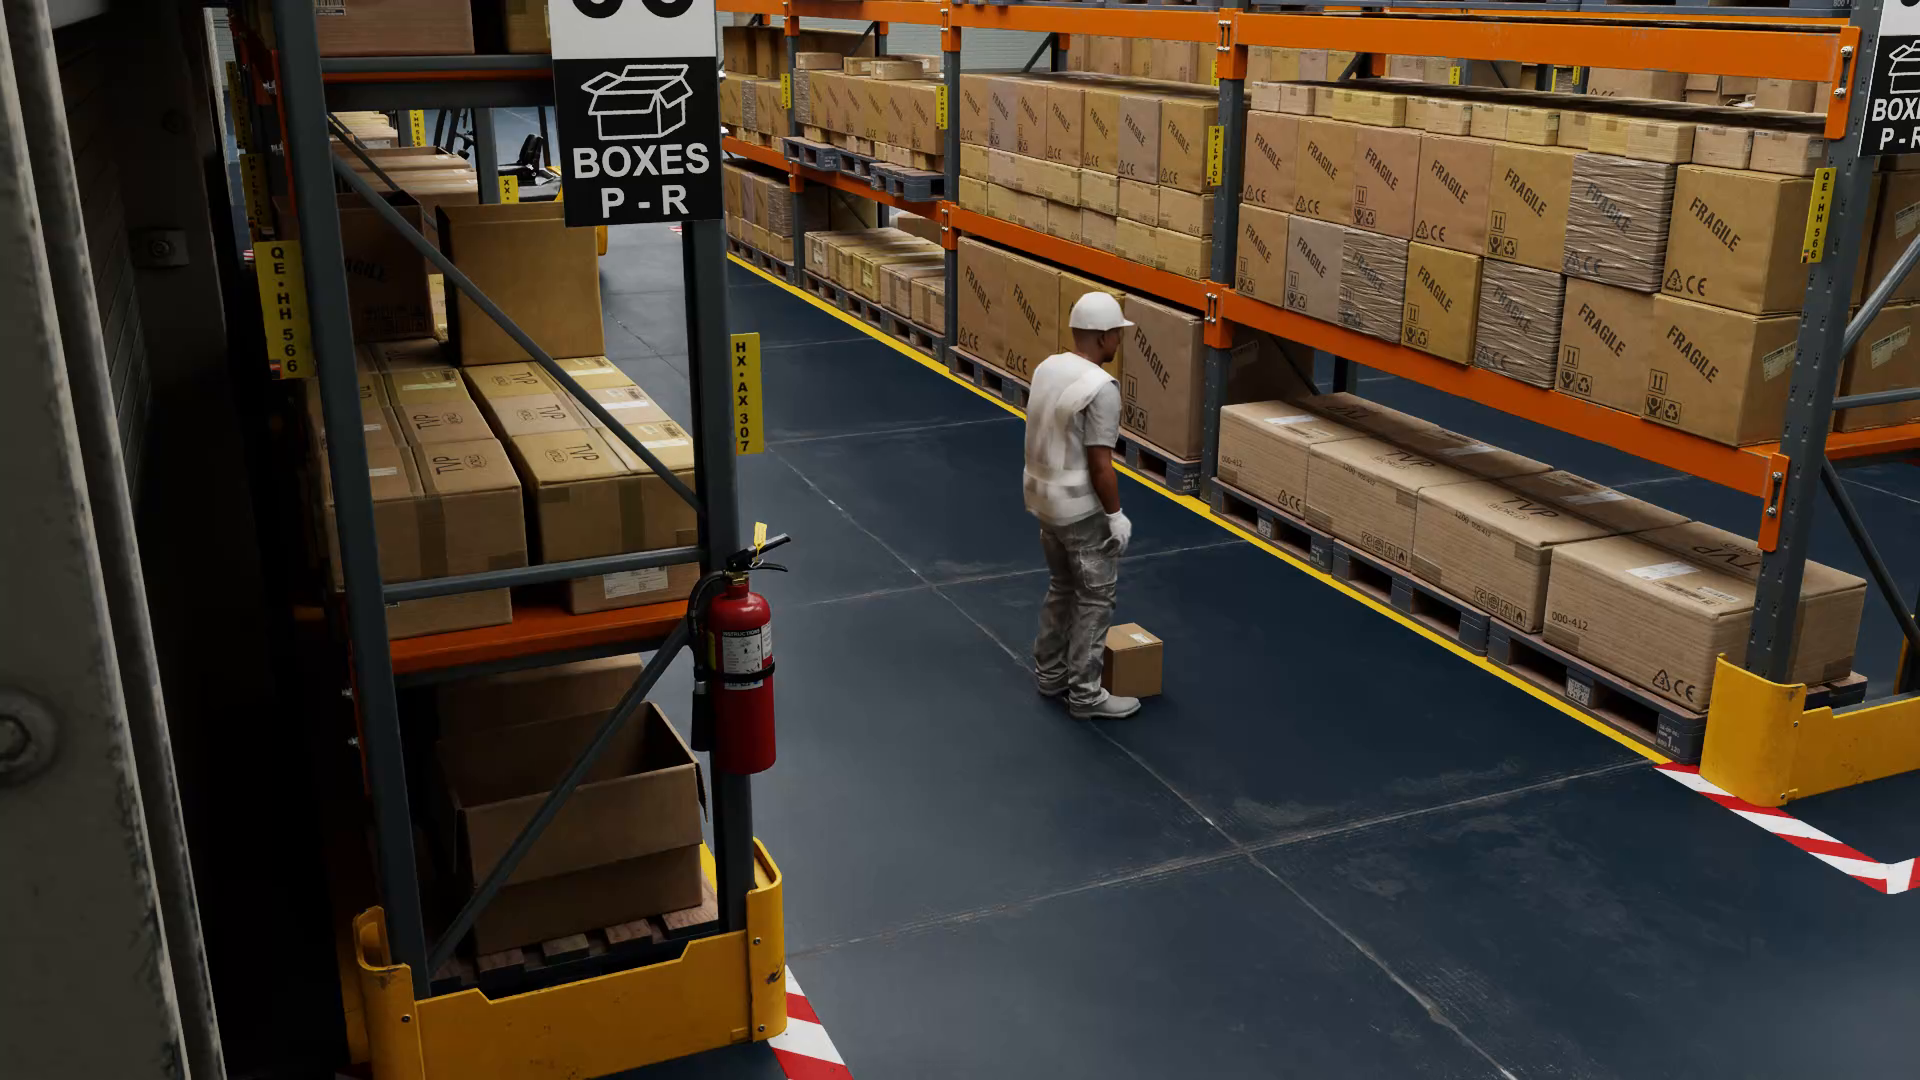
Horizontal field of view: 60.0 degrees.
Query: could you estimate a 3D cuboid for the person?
[{"bbox_3d":[0.510,-0.145,6.974,0.448,1.774,0.616,-8,20,-24],"label":"person"}]
